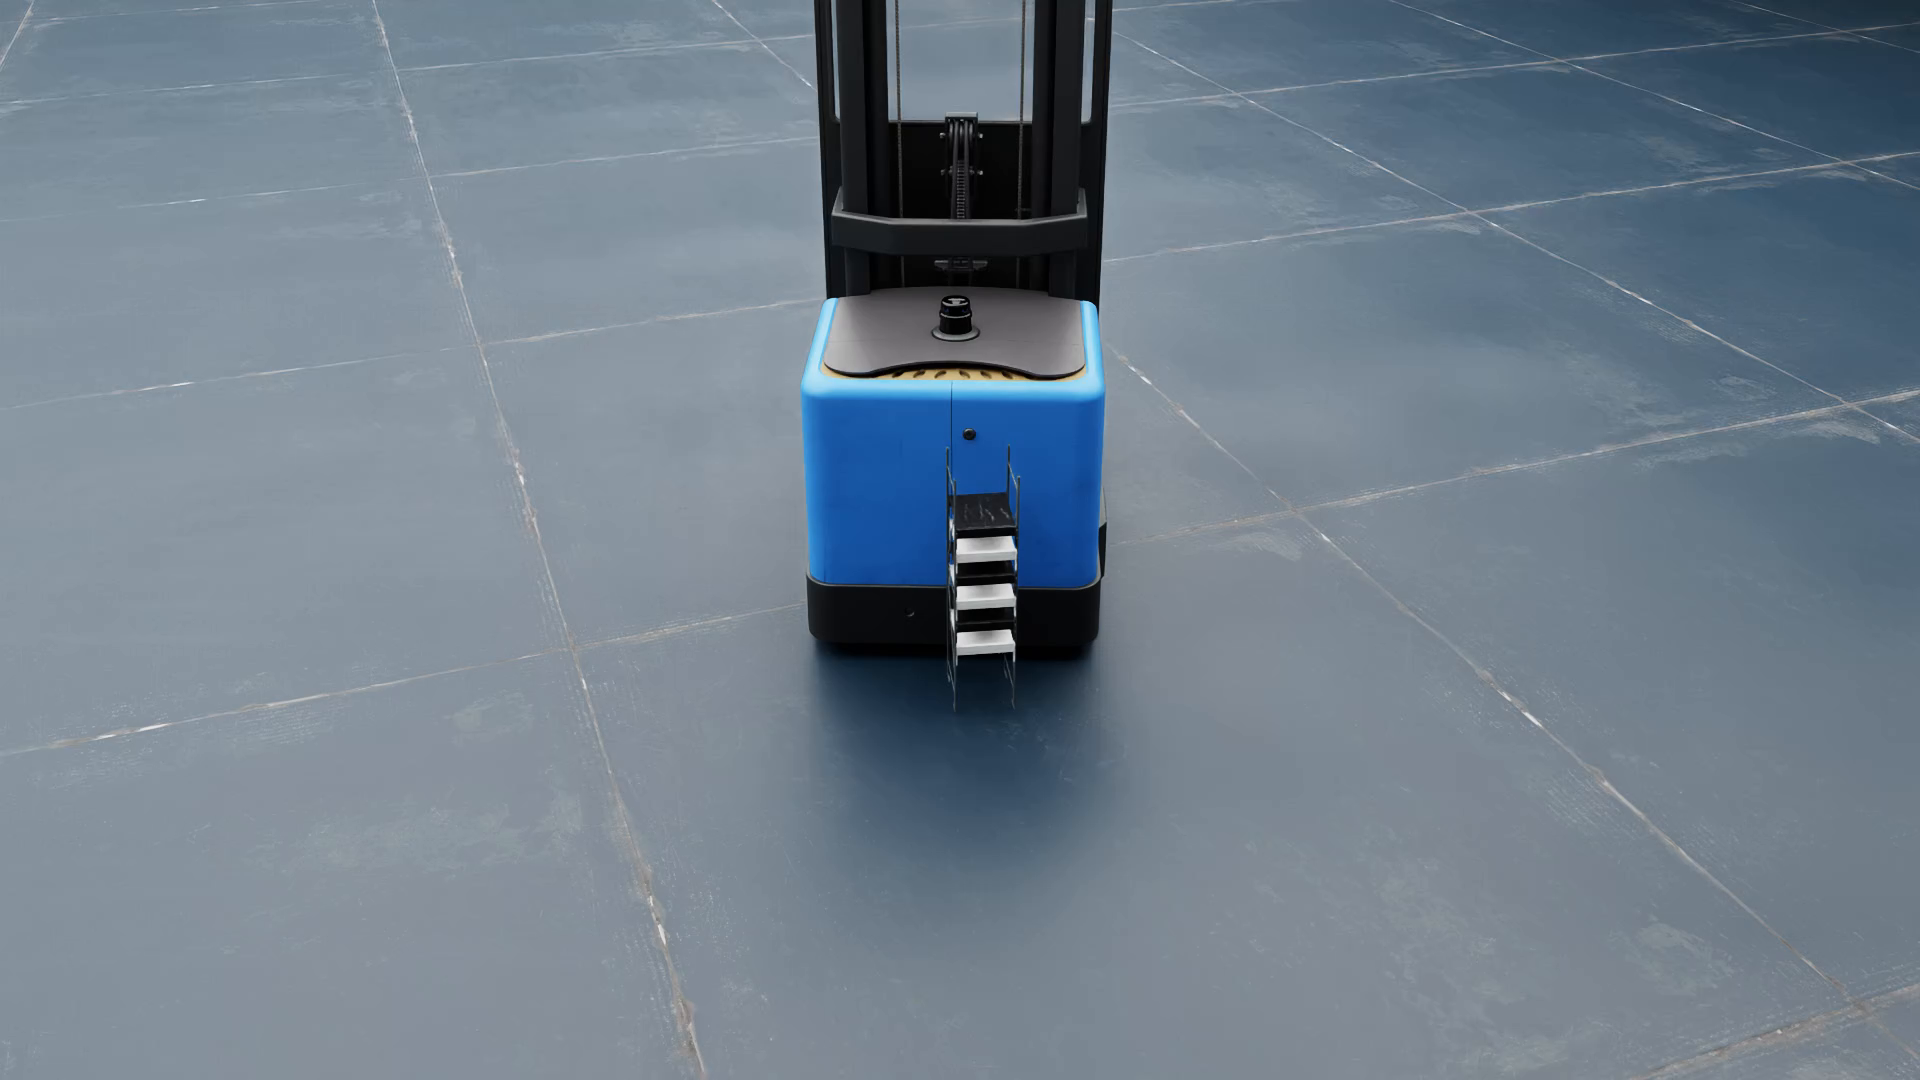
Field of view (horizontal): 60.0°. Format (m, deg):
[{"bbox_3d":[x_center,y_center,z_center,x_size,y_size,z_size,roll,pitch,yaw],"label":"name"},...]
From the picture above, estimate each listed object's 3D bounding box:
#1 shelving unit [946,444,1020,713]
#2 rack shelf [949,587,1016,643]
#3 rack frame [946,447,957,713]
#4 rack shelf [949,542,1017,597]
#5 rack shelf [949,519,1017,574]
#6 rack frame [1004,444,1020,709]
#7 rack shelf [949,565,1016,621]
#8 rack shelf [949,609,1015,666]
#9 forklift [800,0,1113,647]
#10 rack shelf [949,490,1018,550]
[{"bbox_3d":[0.072,0.138,5.598,0.210,0.900,0.258,-3,30,-6],"label":"shelving unit"},{"bbox_3d":[0.072,0.246,5.659,0.200,0.077,0.258,-3,30,-6],"label":"rack shelf"},{"bbox_3d":[-0.029,0.144,5.588,0.006,0.900,0.240,-3,30,-6],"label":"rack frame"},{"bbox_3d":[0.072,0.089,5.570,0.200,0.077,0.258,-3,30,-6],"label":"rack shelf"},{"bbox_3d":[0.072,0.011,5.525,0.200,0.077,0.258,-3,30,-6],"label":"rack shelf"},{"bbox_3d":[0.173,0.133,5.608,0.006,0.900,0.240,-3,30,-6],"label":"rack frame"},{"bbox_3d":[0.072,0.167,5.614,0.200,0.077,0.258,-3,30,-6],"label":"rack shelf"},{"bbox_3d":[0.072,0.324,5.704,0.200,0.077,0.258,-3,30,-6],"label":"rack shelf"},{"bbox_3d":[0.020,-1.585,6.571,1.130,2.935,3.031,1,30,2],"label":"forklift"},{"bbox_3d":[0.072,-0.067,5.481,0.200,0.077,0.258,-3,30,-6],"label":"rack shelf"}]
